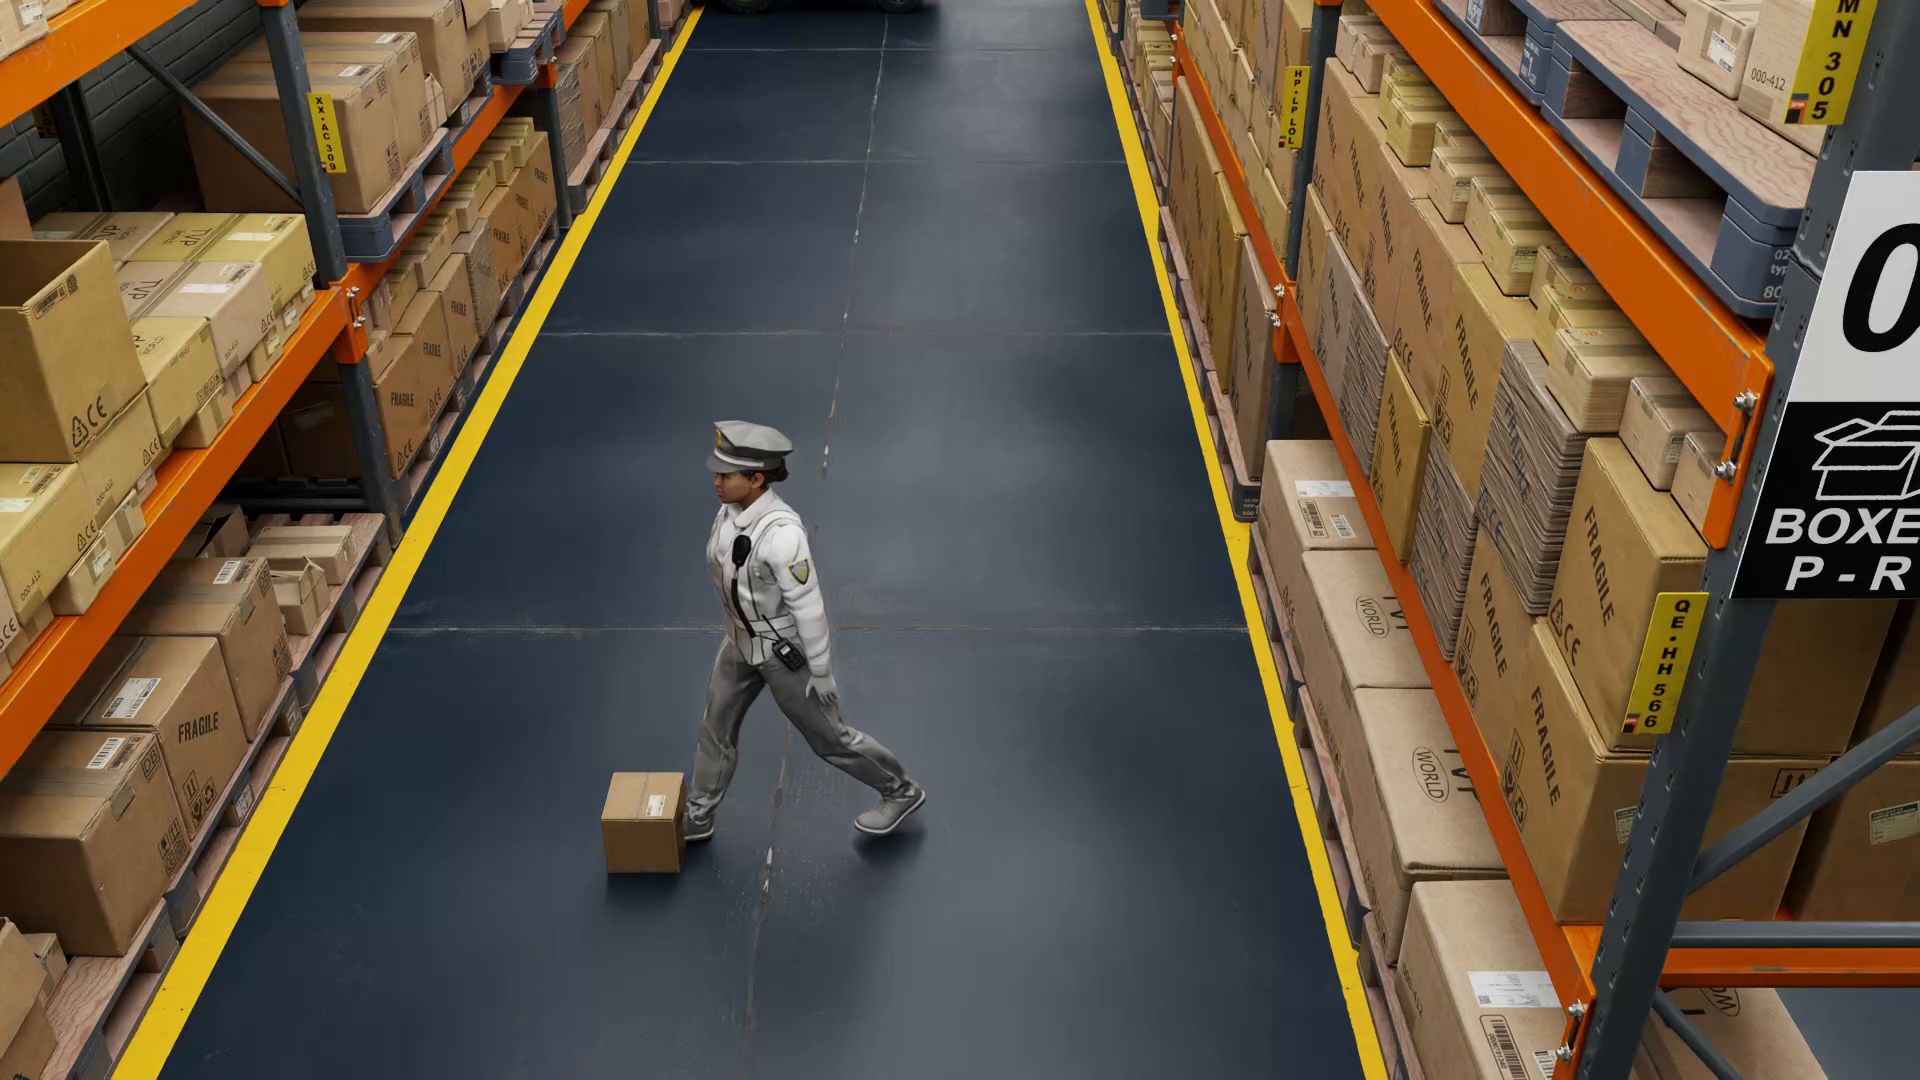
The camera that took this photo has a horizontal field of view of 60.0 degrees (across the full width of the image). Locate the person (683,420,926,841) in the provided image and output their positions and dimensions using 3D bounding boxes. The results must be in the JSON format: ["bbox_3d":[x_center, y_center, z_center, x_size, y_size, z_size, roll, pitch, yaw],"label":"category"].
[{"bbox_3d":[-0.650,0.346,5.565,0.983,1.638,0.529,-17,36,-25],"label":"person"}]
